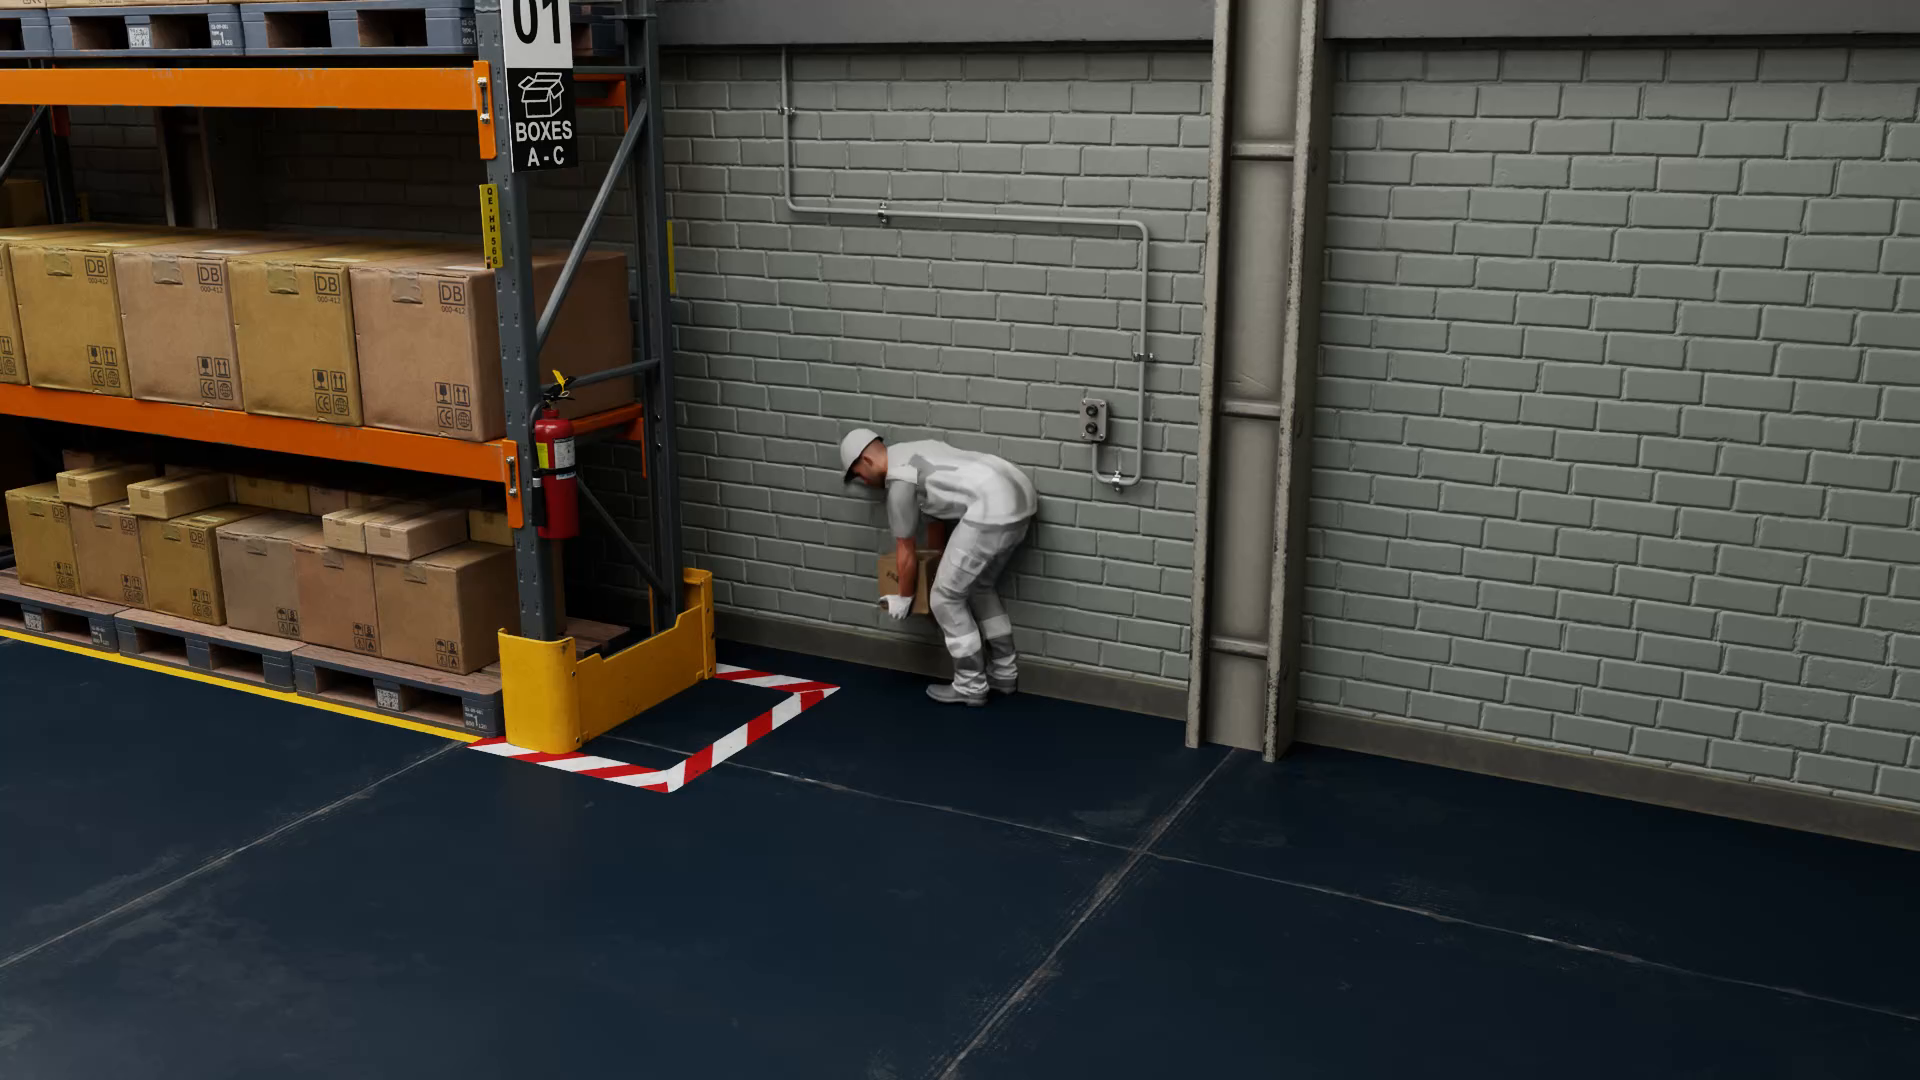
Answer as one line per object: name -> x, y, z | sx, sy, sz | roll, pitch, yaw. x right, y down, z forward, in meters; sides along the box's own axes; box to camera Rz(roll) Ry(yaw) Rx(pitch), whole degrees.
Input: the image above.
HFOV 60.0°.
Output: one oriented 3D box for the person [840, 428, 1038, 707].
person -> -0.115, 0.112, 7.642 | 0.950, 1.213, 0.485 | 7, 17, 25
